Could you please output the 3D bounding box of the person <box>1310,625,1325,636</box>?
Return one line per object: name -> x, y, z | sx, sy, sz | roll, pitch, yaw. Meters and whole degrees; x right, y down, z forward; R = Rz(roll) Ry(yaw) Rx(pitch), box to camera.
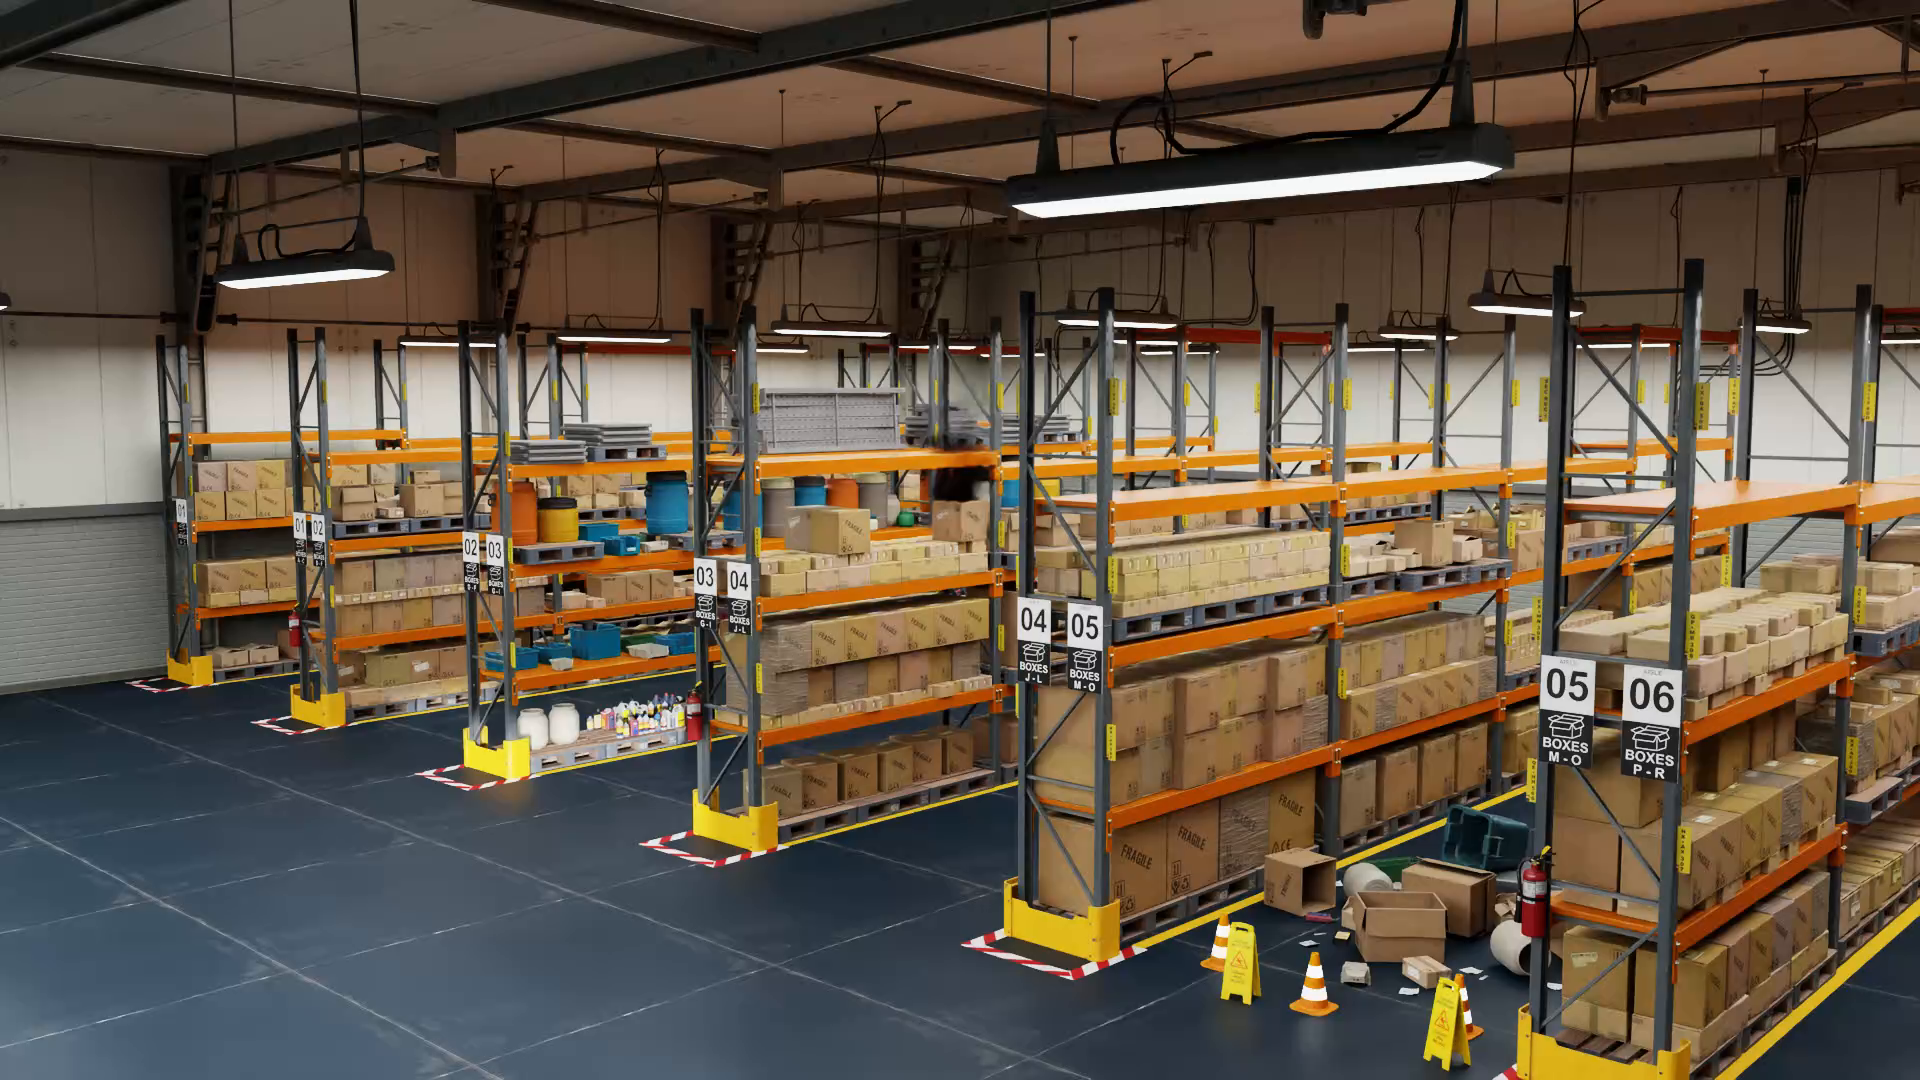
person -> 5.201, 2.033, 24.460 | 0.588, 1.669, 0.792 | 4, 7, 39
